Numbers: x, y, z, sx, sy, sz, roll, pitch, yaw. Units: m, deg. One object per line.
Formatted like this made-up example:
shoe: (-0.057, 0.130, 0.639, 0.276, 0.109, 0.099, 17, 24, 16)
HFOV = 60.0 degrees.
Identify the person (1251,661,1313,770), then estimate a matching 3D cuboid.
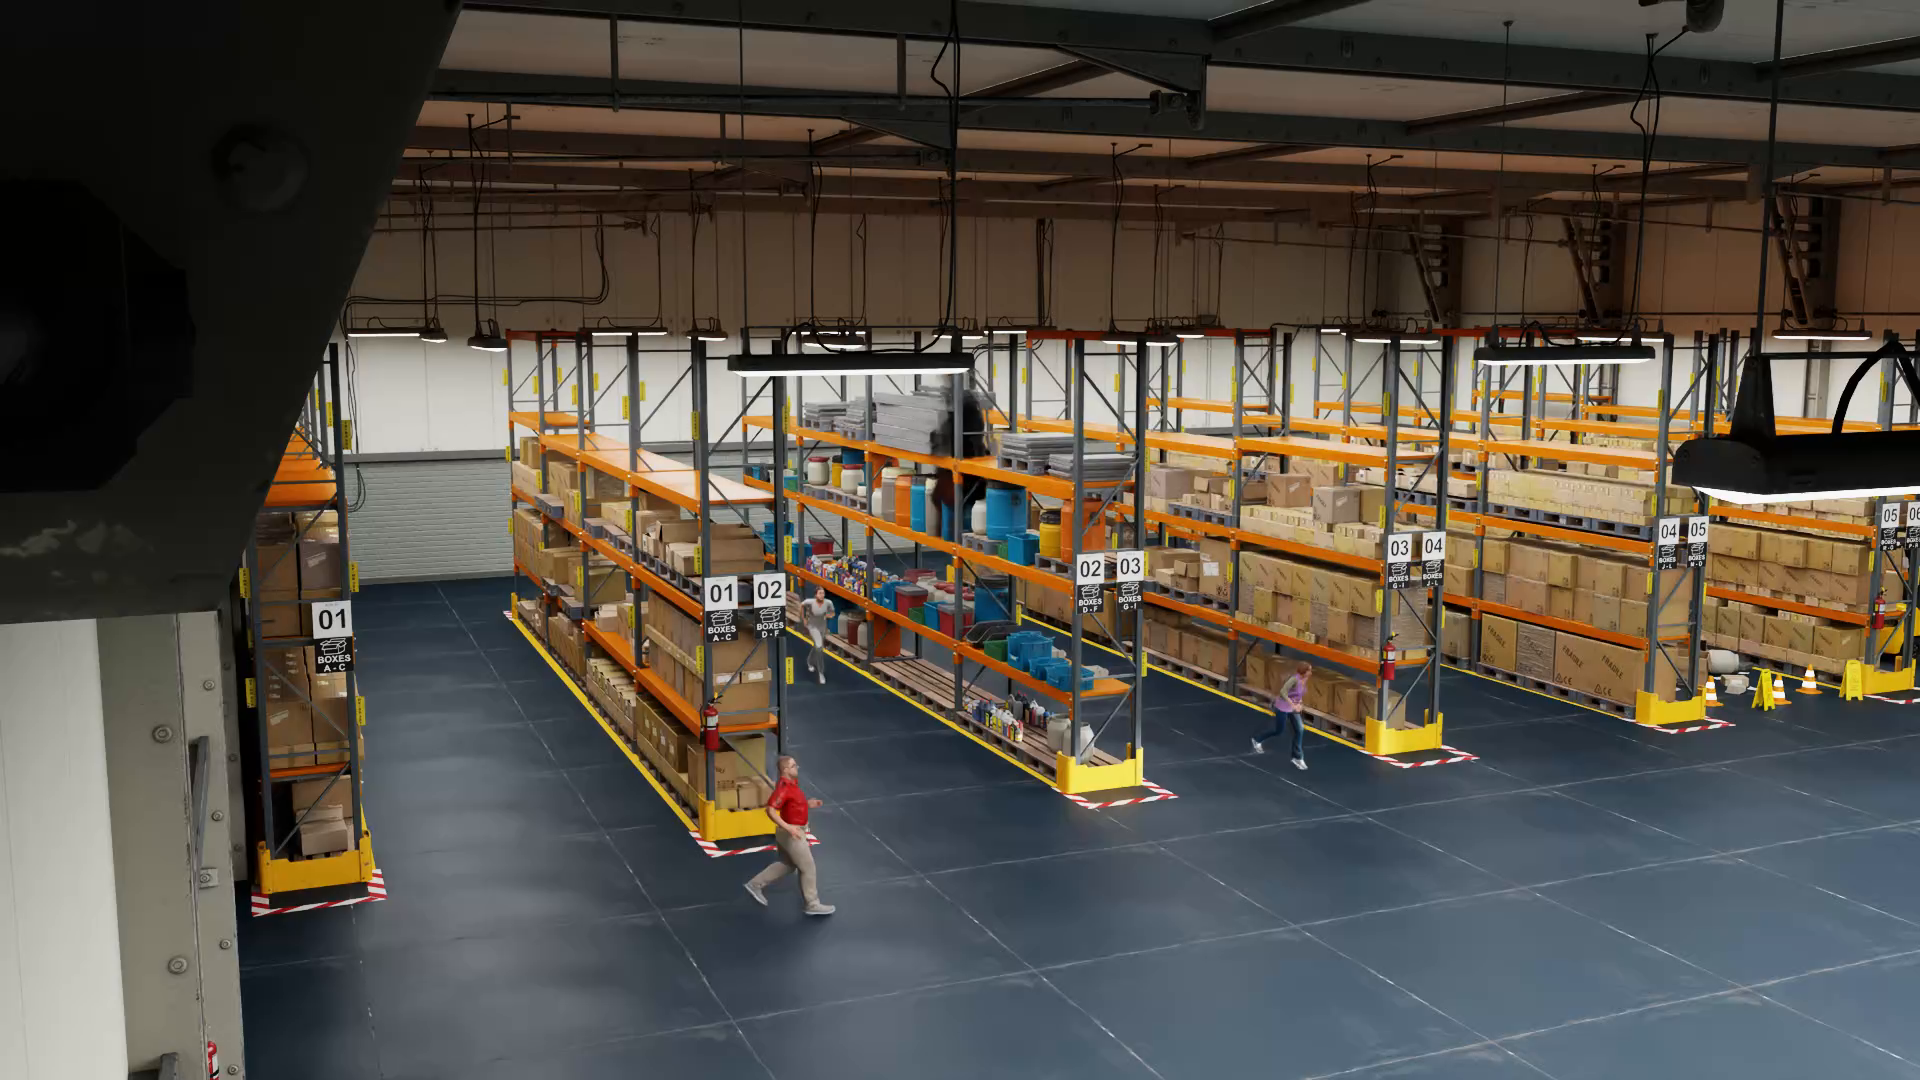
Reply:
person: (4.539, 2.424, 23.465, 0.914, 1.531, 0.570, 6, 10, 36)

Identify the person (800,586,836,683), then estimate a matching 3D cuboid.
person: (-2.498, 1.594, 28.963, 0.566, 1.674, 0.943, -4, 9, -26)

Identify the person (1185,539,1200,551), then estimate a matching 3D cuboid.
person: (6.065, -0.315, 42.659, 0.587, 1.722, 0.703, -5, 9, -34)

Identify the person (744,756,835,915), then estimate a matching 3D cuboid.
person: (-1.790, 3.104, 17.496, 0.938, 1.700, 0.671, -1, 8, -8)
